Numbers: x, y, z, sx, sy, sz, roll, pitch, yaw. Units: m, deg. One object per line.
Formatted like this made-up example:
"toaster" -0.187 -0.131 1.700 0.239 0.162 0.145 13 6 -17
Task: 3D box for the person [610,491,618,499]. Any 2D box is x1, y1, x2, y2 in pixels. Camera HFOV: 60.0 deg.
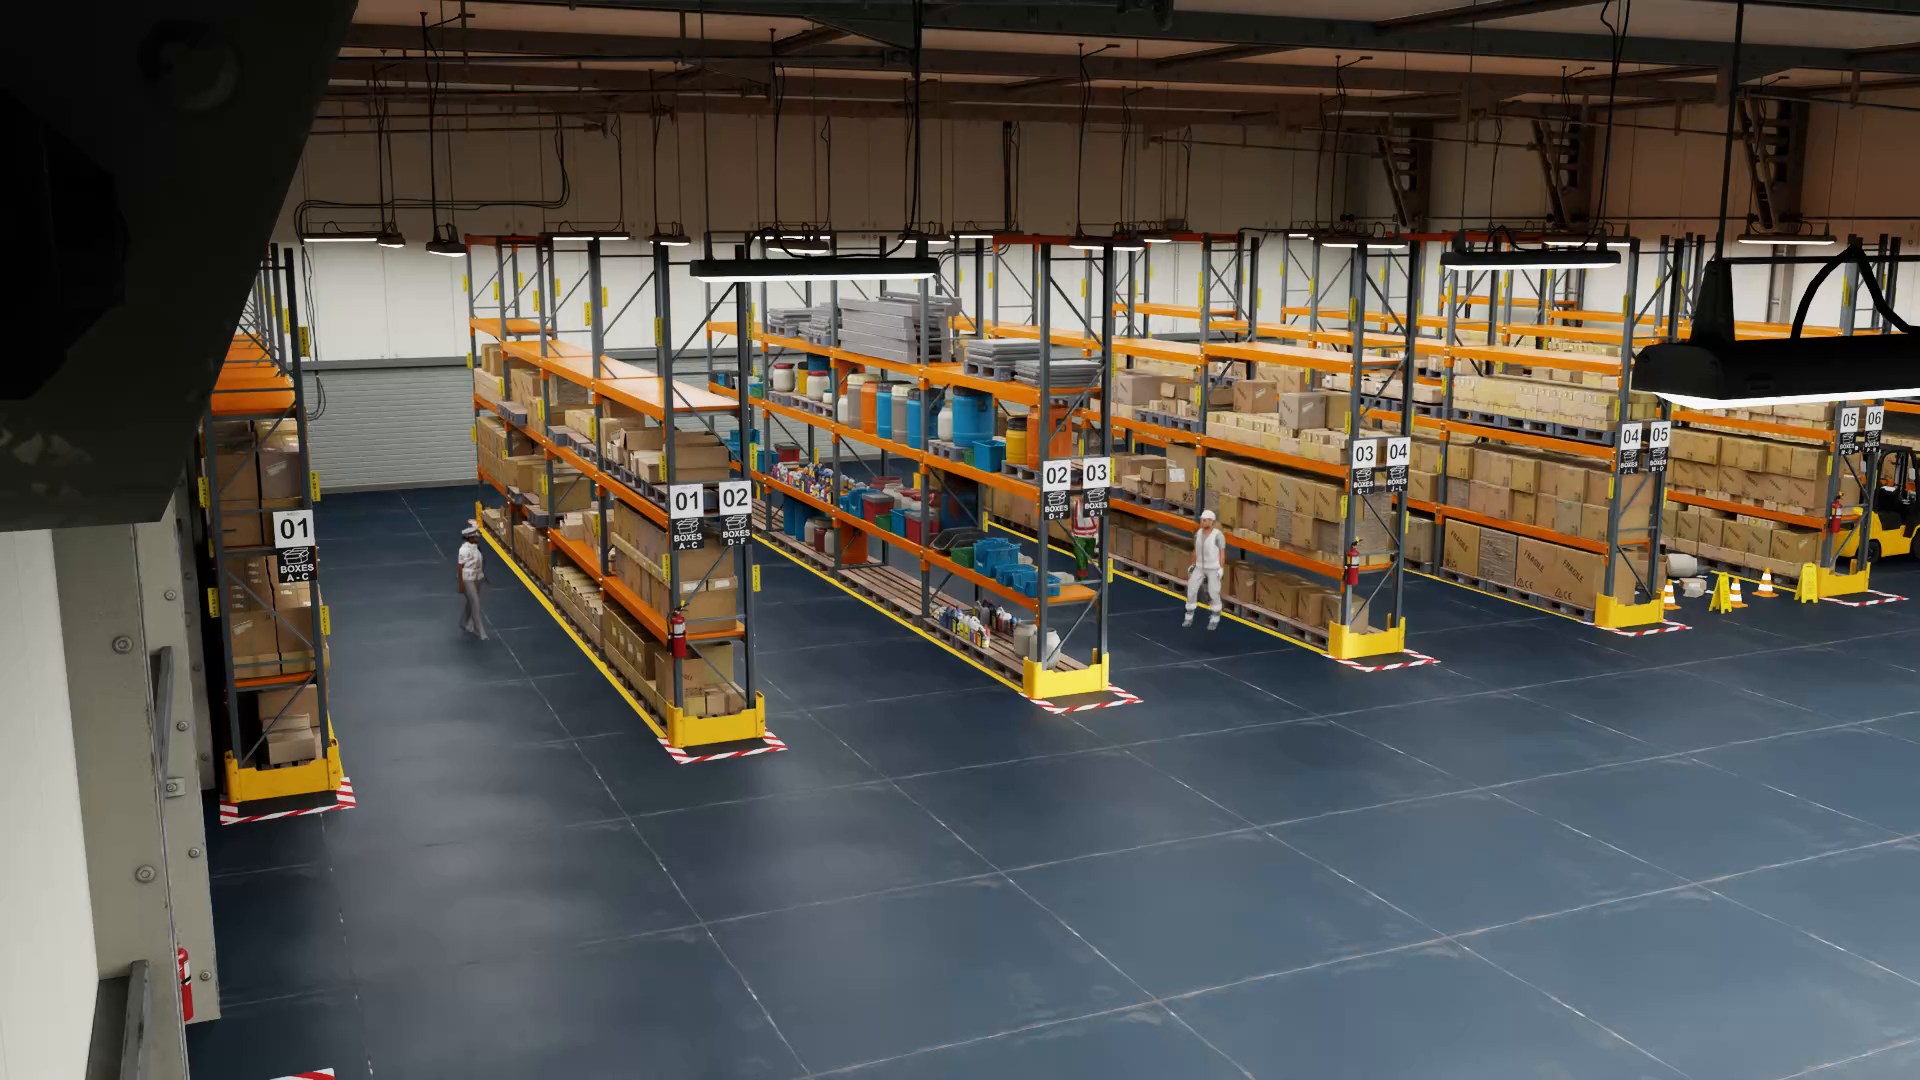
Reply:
"person" -7.681 -1.685 37.600 0.577 1.612 0.515 -3 11 -16

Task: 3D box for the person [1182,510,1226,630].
"person" 3.628 0.453 24.838 0.572 1.804 0.566 9 14 40

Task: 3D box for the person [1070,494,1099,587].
"person" 2.081 -0.045 27.128 0.477 1.728 1.003 -2 11 -12

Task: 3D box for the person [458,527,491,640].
"person" -7.449 0.646 25.458 0.723 1.698 0.530 5 12 26
